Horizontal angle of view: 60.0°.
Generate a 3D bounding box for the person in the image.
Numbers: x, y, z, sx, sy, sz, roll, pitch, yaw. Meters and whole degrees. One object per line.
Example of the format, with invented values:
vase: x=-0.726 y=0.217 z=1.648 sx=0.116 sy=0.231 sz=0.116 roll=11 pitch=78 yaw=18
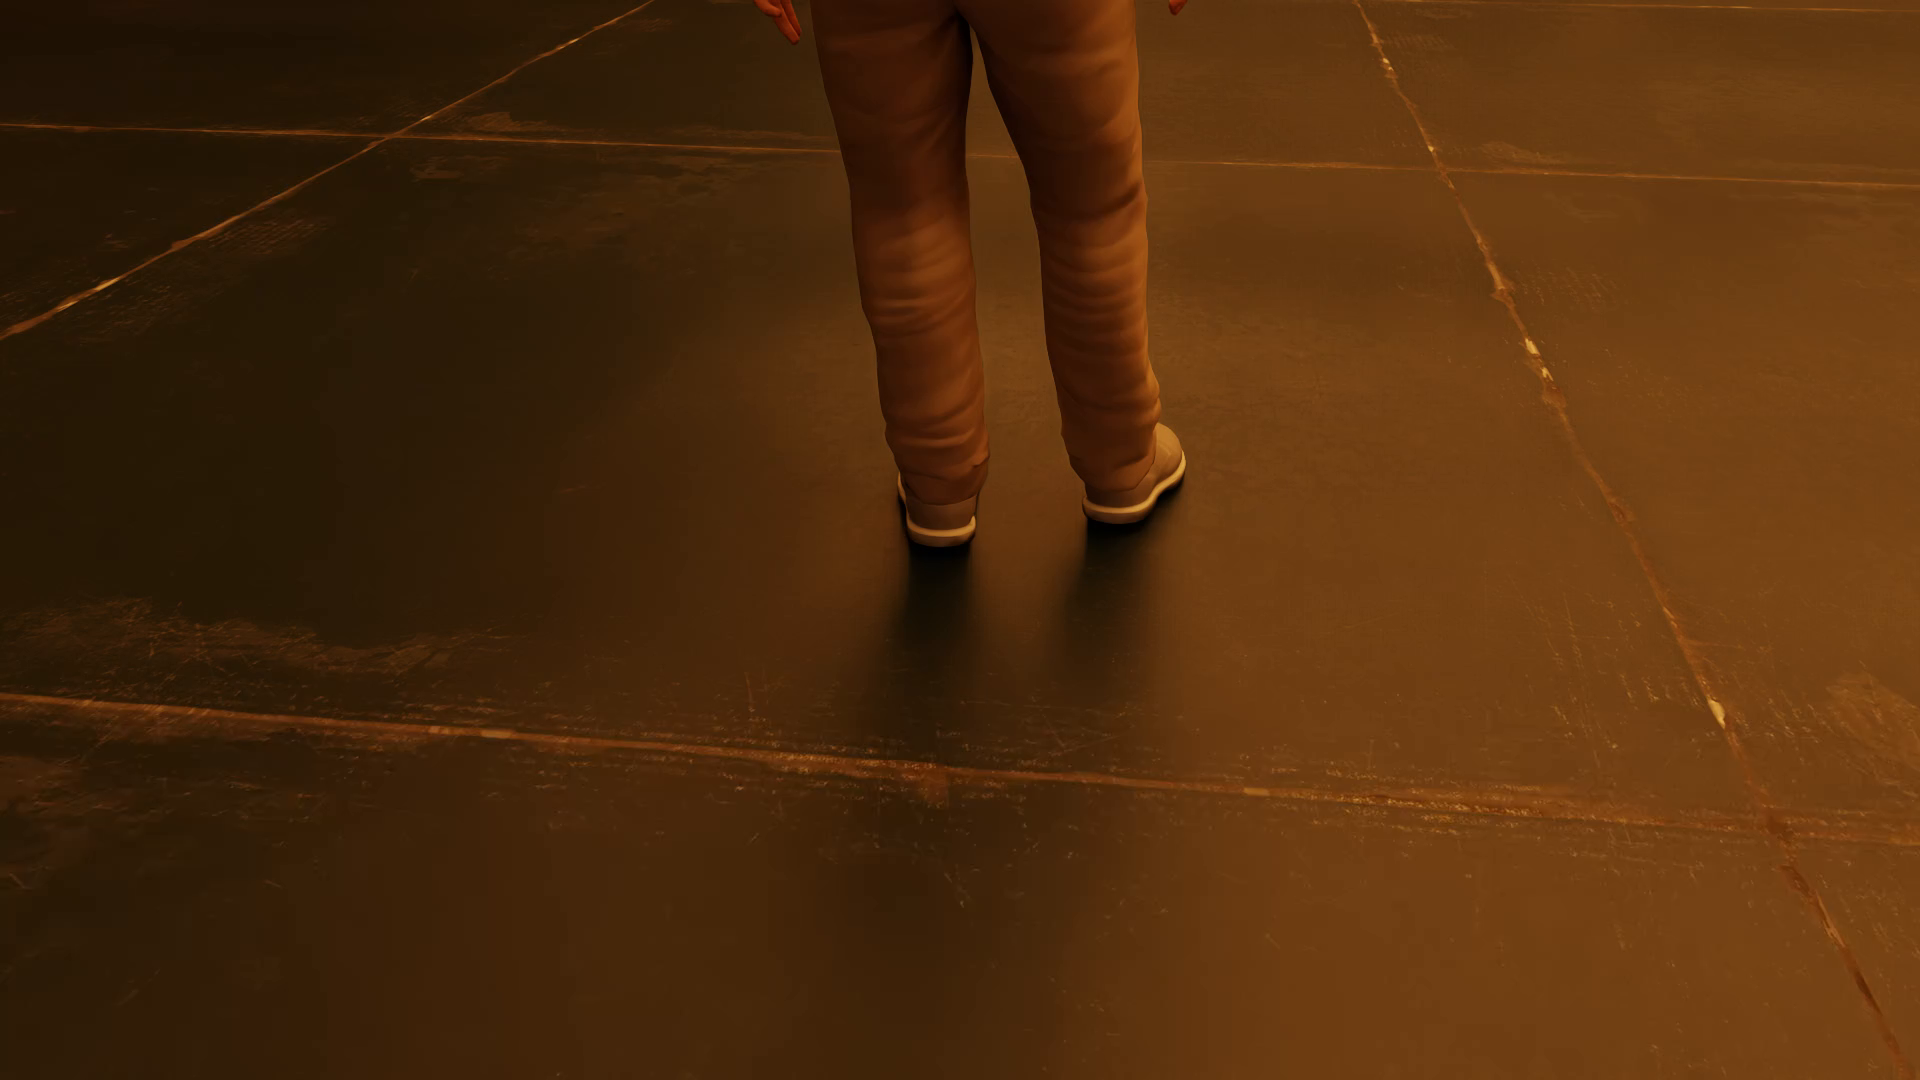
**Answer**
person: x=0.024 y=-0.819 z=2.189 sx=0.640 sy=1.727 sz=0.551 roll=3 pitch=27 yaw=7
